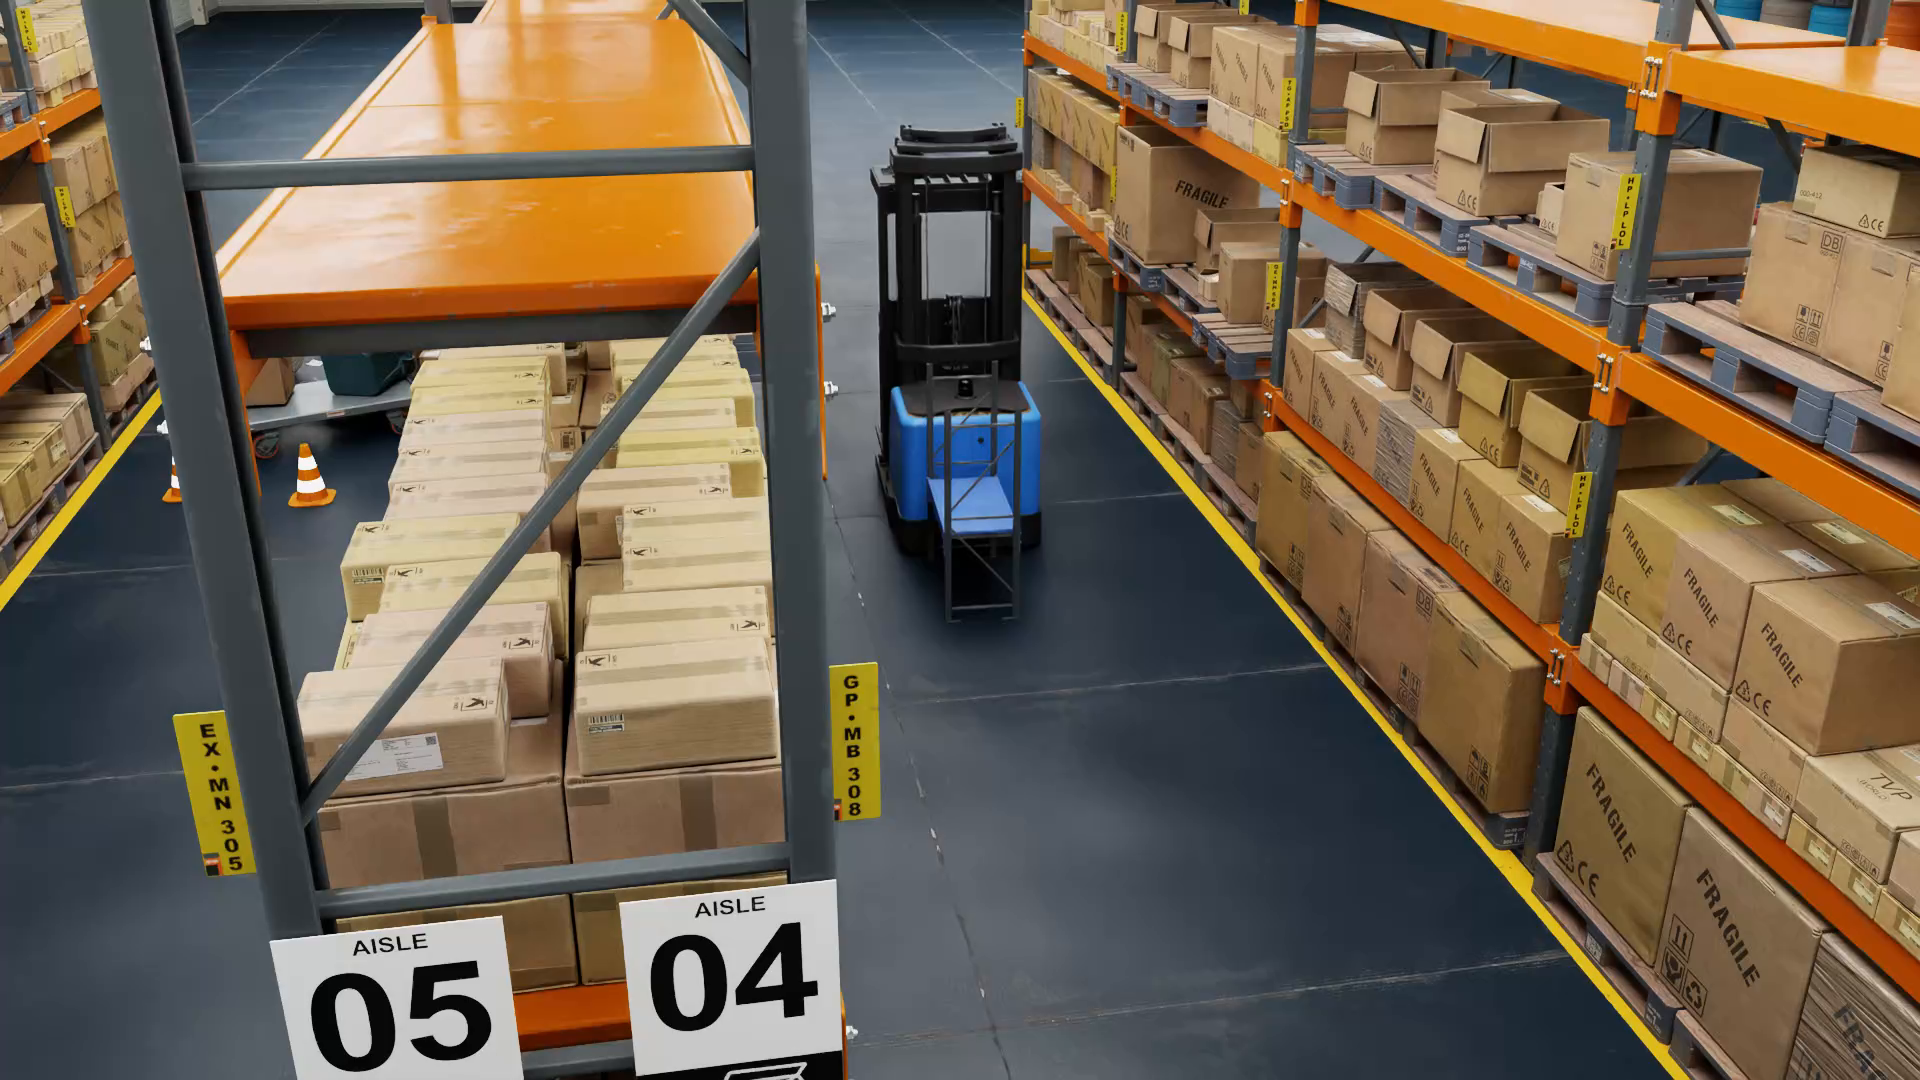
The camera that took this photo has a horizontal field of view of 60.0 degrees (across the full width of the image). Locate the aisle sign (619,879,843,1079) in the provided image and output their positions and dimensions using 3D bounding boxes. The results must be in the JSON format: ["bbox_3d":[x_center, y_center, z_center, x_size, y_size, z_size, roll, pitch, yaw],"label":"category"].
[{"bbox_3d":[-0.423,1.004,3.198,0.394,0.787,0.004,-4,24,-10],"label":"aisle sign"}]

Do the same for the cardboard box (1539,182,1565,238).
[{"bbox_3d":[3.308,-1.676,8.422,0.500,0.311,0.500,-5,24,-12],"label":"cardboard box"}]

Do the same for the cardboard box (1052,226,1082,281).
[{"bbox_3d":[1.303,-3.232,18.743,0.500,0.500,0.500,0,24,0],"label":"cardboard box"}]

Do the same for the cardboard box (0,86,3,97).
[{"bbox_3d":[-7.545,-3.404,12.455,0.500,0.250,0.500,-5,24,-11],"label":"cardboard box"}]

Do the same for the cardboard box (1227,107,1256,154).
[{"bbox_3d":[2.249,-2.954,11.948,0.500,0.250,0.500,-4,24,-10],"label":"cardboard box"}]

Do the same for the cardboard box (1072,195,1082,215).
[{"bbox_3d":[1.352,-3.397,16.837,0.380,0.149,0.250,-4,24,-10],"label":"cardboard box"}]

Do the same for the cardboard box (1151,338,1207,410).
[{"bbox_3d":[2.105,-1.483,14.713,0.700,0.500,0.500,-4,24,-10],"label":"cardboard box"}]

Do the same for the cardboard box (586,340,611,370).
[{"bbox_3d":[-1.066,-0.691,5.644,0.380,0.149,0.250,-3,24,-8],"label":"cardboard box"}]

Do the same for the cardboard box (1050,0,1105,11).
[{"bbox_3d":[1.213,-5.614,16.730,0.500,0.500,0.500,-4,24,-10],"label":"cardboard box"}]

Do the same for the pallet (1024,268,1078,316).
[{"bbox_3d":[1.333,-2.802,18.644,1.003,0.211,1.213,-4,24,-10],"label":"pallet"}]

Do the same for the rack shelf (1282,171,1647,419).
[{"bbox_3d":[3.053,-1.544,9.430,1.077,0.370,4.000,-4,24,-10],"label":"rack shelf"}]

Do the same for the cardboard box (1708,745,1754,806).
[{"bbox_3d":[3.346,0.955,6.872,0.380,0.149,0.250,-5,24,-10],"label":"cardboard box"}]

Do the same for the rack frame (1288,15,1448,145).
[{"bbox_3d":[2.683,-4.034,10.487,1.000,3.000,0.127,-4,24,-10],"label":"rack frame"}]

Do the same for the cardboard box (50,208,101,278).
[{"bbox_3d":[-7.603,-2.501,13.975,0.500,0.500,0.500,-4,24,-10],"label":"cardboard box"}]

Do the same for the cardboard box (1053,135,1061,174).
[{"bbox_3d":[1.489,-4.208,17.883,0.875,0.500,0.500,-4,24,-10],"label":"cardboard box"}]

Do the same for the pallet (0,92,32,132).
[{"bbox_3d":[-7.786,-3.163,12.474,1.213,0.211,1.003,-4,24,-10],"label":"pallet"}]

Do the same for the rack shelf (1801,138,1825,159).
[{"bbox_3d":[11.310,-4.047,18.910,1.077,0.370,4.000,-4,24,-10],"label":"rack shelf"}]

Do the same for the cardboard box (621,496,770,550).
[{"bbox_3d":[-0.619,0.017,4.022,0.380,0.149,0.250,-4,24,-9],"label":"cardboard box"}]

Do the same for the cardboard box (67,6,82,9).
[{"bbox_3d":[-8.111,-4.905,15.546,0.380,0.149,0.250,-4,24,-9],"label":"cardboard box"}]

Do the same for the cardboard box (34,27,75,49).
[{"bbox_3d":[-7.672,-4.208,13.950,0.380,0.149,0.250,-4,24,-10],"label":"cardboard box"}]

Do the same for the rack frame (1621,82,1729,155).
[{"bbox_3d":[6.811,-3.225,16.129,1.000,3.000,0.127,-4,24,-10],"label":"rack frame"}]

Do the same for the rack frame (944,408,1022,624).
[{"bbox_3d":[0.148,-0.142,10.944,0.500,1.500,0.032,-3,24,-7],"label":"rack frame"}]

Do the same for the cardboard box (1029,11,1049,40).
[{"bbox_3d":[1.039,-5.529,17.844,0.500,0.250,0.500,-4,24,-8],"label":"cardboard box"}]

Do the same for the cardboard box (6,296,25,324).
[{"bbox_3d":[-7.264,-1.717,12.465,0.380,0.149,0.250,-4,24,-9],"label":"cardboard box"}]

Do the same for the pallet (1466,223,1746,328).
[{"bbox_3d":[3.205,-1.356,8.340,0.805,0.209,1.217,-5,24,-12],"label":"pallet"}]

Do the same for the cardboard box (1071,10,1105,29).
[{"bbox_3d":[1.326,-5.186,16.561,0.380,0.149,0.250,-5,24,-10],"label":"cardboard box"}]

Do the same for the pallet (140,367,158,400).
[{"bbox_3d":[-8.184,-1.590,15.869,1.003,0.211,1.213,-4,24,-10],"label":"pallet"}]

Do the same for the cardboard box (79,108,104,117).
[{"bbox_3d":[-7.945,-3.761,15.611,0.700,0.500,0.500,-5,24,-10],"label":"cardboard box"}]

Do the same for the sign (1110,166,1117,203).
[{"bbox_3d":[1.411,-3.212,15.018,0.100,0.325,0.005,-4,24,-10],"label":"sign"}]

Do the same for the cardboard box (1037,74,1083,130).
[{"bbox_3d":[1.123,-4.639,17.620,0.500,0.500,0.500,-4,24,-10],"label":"cardboard box"}]

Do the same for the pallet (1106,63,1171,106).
[{"bbox_3d":[1.953,-3.896,14.153,1.213,0.211,1.003,-4,24,-10],"label":"pallet"}]

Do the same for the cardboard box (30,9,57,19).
[{"bbox_3d":[-8.509,-4.773,15.243,0.380,0.149,0.250,-4,24,-10],"label":"cardboard box"}]

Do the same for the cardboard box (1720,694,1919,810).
[{"bbox_3d":[3.440,0.824,6.674,0.500,0.250,0.500,-4,24,-8],"label":"cardboard box"}]

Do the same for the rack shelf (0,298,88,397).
[{"bbox_3d":[-7.426,-1.009,11.953,1.077,0.370,4.000,-4,24,-10],"label":"rack shelf"}]

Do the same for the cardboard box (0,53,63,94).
[{"bbox_3d":[-7.608,-3.761,13.423,0.500,0.250,0.500,-5,24,-11],"label":"cardboard box"}]

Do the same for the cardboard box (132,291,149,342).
[{"bbox_3d":[-7.844,-2.067,15.451,0.500,0.500,0.500,-3,24,-7],"label":"cardboard box"}]

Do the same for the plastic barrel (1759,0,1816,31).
[{"bbox_3d":[7.239,-4.388,14.418,0.600,0.901,0.600,0,24,0],"label":"plastic barrel"}]

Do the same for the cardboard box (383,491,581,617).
[{"bbox_3d":[-1.254,0.089,4.357,0.500,0.250,0.500,-4,24,-9],"label":"cardboard box"}]

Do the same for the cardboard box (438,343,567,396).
[{"bbox_3d":[-1.464,-0.560,5.344,0.380,0.149,0.250,-5,24,-11],"label":"cardboard box"}]

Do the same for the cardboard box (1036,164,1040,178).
[{"bbox_3d":[1.049,-4.087,18.417,0.380,0.149,0.250,-4,24,-10],"label":"cardboard box"}]

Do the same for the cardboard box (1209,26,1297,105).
[{"bbox_3d":[2.167,-3.501,12.263,0.500,0.500,0.500,-4,24,-9],"label":"cardboard box"}]

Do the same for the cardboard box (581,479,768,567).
[{"bbox_3d":[-0.736,0.057,4.429,0.500,0.250,0.500,-4,24,-9],"label":"cardboard box"}]

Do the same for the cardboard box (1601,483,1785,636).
[{"bbox_3d":[3.260,0.084,7.431,0.500,0.500,0.500,-4,24,-10],"label":"cardboard box"}]

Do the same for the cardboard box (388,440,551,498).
[{"bbox_3d":[-1.287,-0.144,4.391,0.380,0.149,0.250,-4,24,-9],"label":"cardboard box"}]

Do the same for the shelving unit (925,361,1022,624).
[{"bbox_3d":[0.082,-0.344,11.406,0.538,1.500,1.048,-3,24,-7],"label":"shelving unit"}]

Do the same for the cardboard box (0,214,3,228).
[{"bbox_3d":[-7.348,-2.362,12.321,0.380,0.149,0.250,-5,24,-11],"label":"cardboard box"}]

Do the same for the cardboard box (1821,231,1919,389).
[{"bbox_3d":[3.721,-0.855,6.181,0.700,0.500,0.500,-3,24,-7],"label":"cardboard box"}]

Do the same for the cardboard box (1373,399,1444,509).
[{"bbox_3d":[2.792,-0.519,9.808,0.500,0.500,0.500,-4,24,-10],"label":"cardboard box"}]

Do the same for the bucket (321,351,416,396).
[{"bbox_3d":[-5.241,-1.611,14.623,0.726,0.611,0.620,4,34,9],"label":"bucket"}]

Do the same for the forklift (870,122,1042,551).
[{"bbox_3d":[-0.103,-1.819,12.995,1.130,2.935,3.031,-3,24,-7],"label":"forklift"}]

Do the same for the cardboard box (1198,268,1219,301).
[{"bbox_3d":[2.109,-2.052,13.086,0.396,0.266,0.258,-5,24,-11],"label":"cardboard box"}]

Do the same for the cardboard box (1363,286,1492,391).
[{"bbox_3d":[2.920,-1.245,10.218,0.797,0.503,0.637,-4,24,-9],"label":"cardboard box"}]
